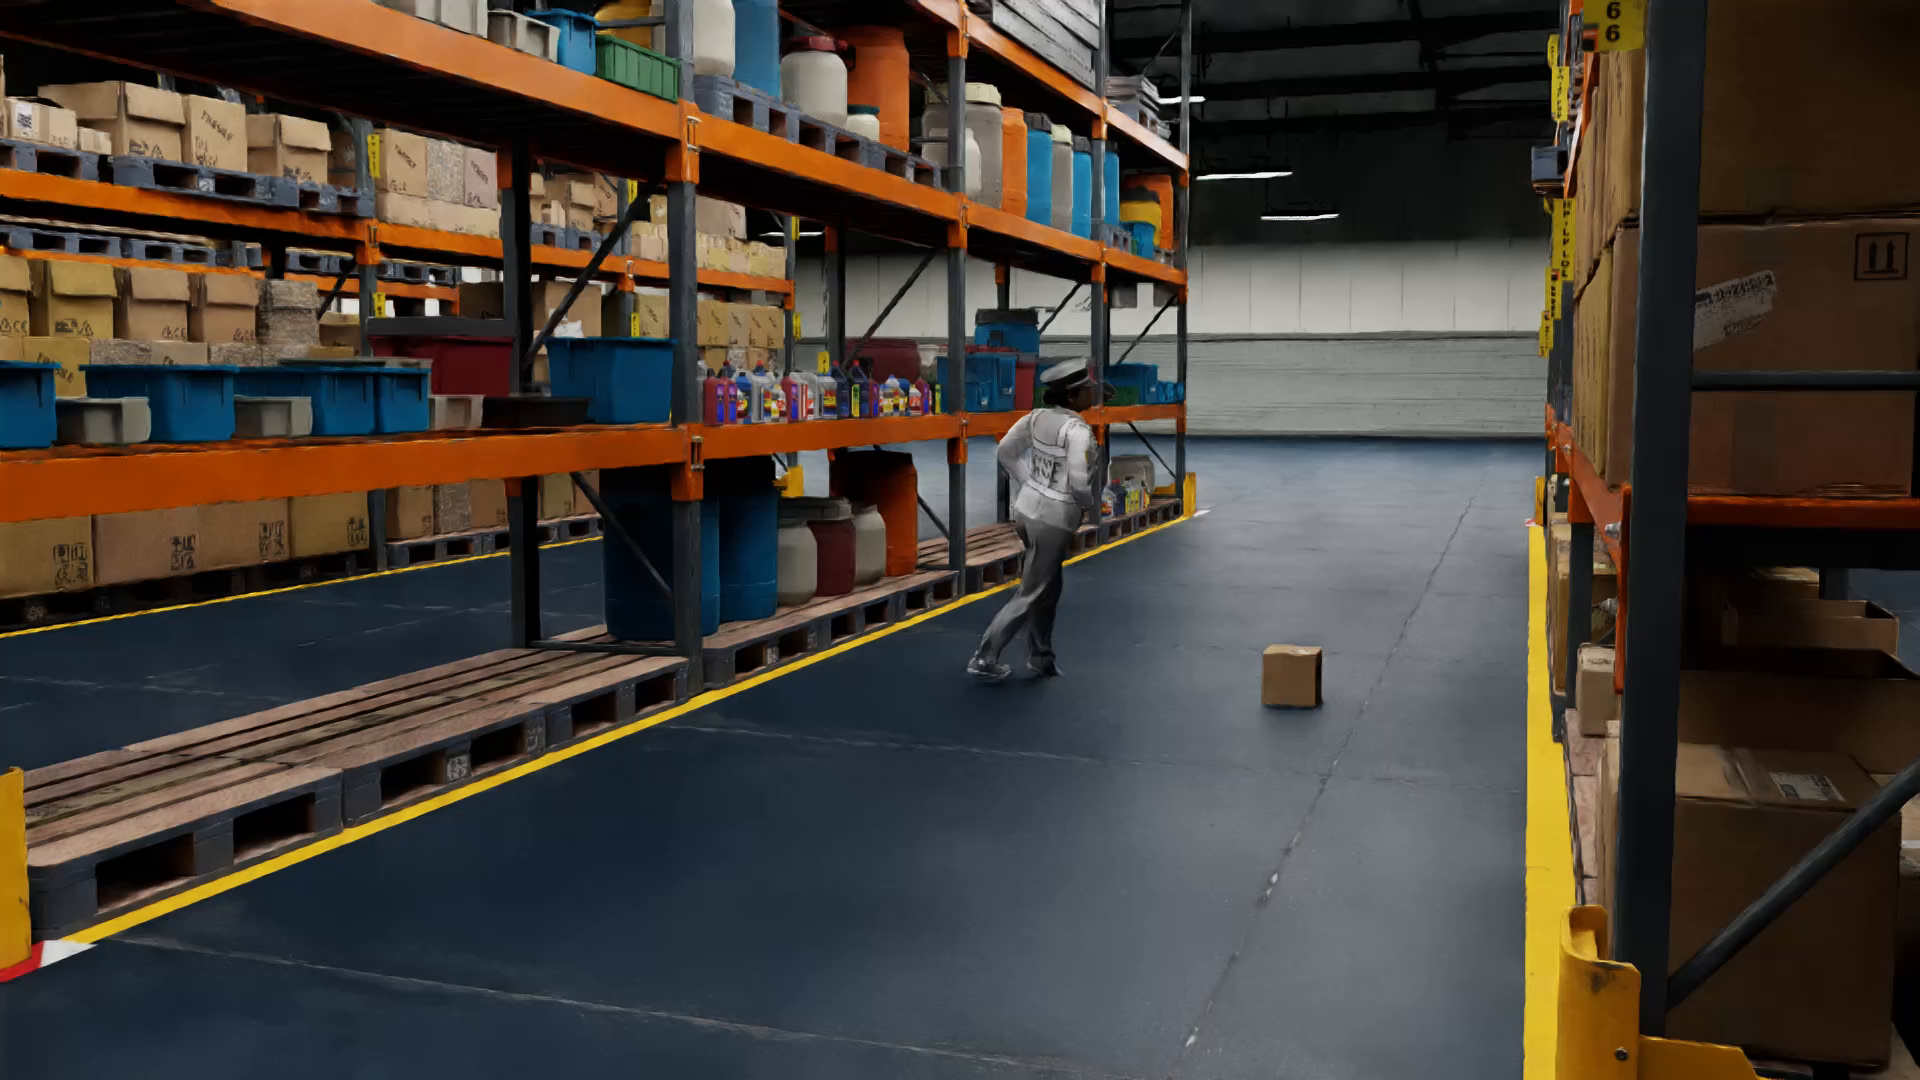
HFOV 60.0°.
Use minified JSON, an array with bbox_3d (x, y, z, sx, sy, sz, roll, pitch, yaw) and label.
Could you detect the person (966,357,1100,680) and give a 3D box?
[{"bbox_3d":[0.408,-0.053,8.184,0.649,1.678,0.747,-3,6,-28],"label":"person"}]
